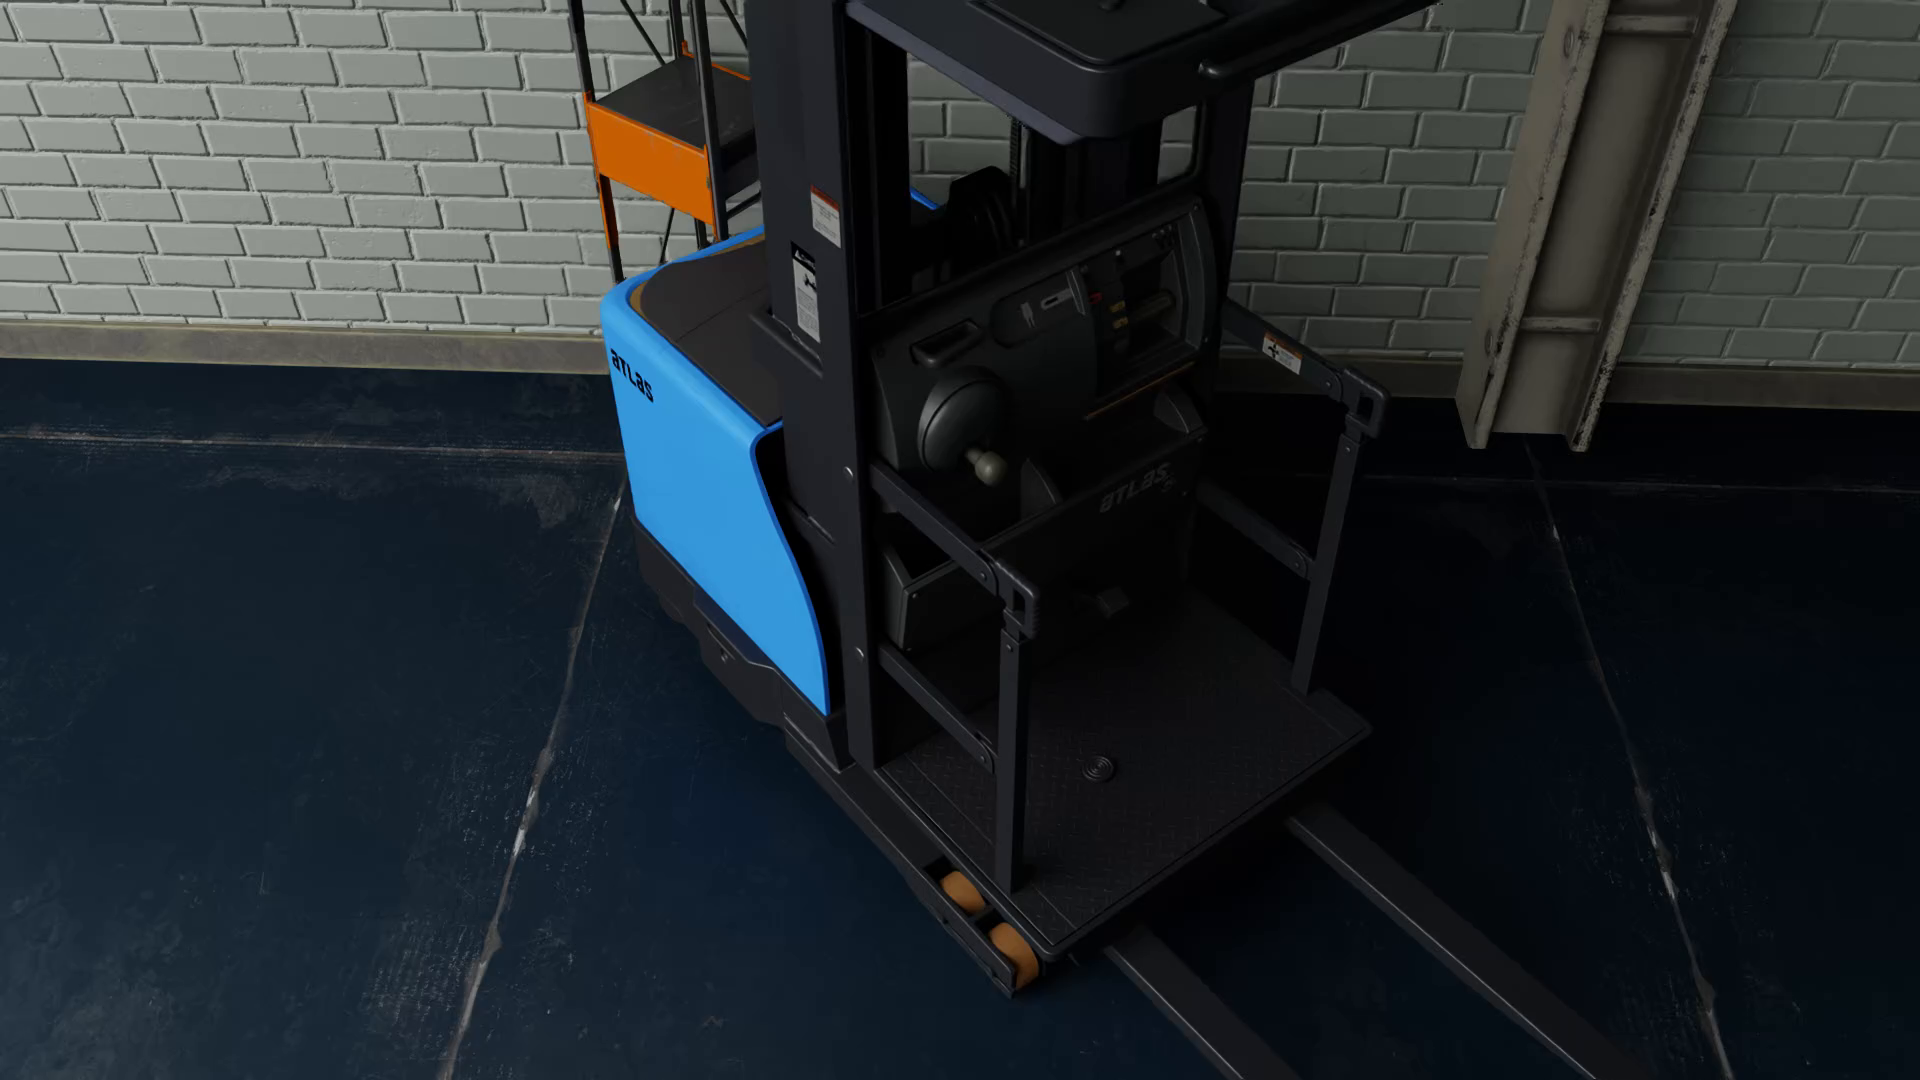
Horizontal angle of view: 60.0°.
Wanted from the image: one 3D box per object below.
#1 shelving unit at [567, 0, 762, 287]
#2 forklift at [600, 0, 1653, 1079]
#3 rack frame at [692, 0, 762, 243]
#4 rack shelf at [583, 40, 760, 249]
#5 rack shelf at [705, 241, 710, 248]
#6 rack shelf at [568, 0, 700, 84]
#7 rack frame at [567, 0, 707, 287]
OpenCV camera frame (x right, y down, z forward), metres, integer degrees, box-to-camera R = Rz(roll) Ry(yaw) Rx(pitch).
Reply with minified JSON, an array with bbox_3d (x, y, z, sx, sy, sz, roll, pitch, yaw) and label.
[{"bbox_3d":[-0.753,-1.096,4.883,0.503,2.100,0.431,28,50,26],"label":"shelving unit"},{"bbox_3d":[0.335,-0.360,3.486,1.130,2.935,3.031,-28,50,-27],"label":"forklift"},{"bbox_3d":[-0.559,-0.993,4.775,0.015,2.100,0.400,28,50,26],"label":"rack frame"},{"bbox_3d":[-0.753,-1.086,4.892,0.480,0.518,0.431,28,50,26],"label":"rack shelf"},{"bbox_3d":[-0.758,-0.576,5.372,0.480,0.518,0.431,28,50,26],"label":"rack shelf"},{"bbox_3d":[-0.748,-1.596,4.412,0.480,0.518,0.431,28,50,26],"label":"rack shelf"},{"bbox_3d":[-0.947,-1.198,4.990,0.015,2.100,0.400,28,50,26],"label":"rack frame"}]
